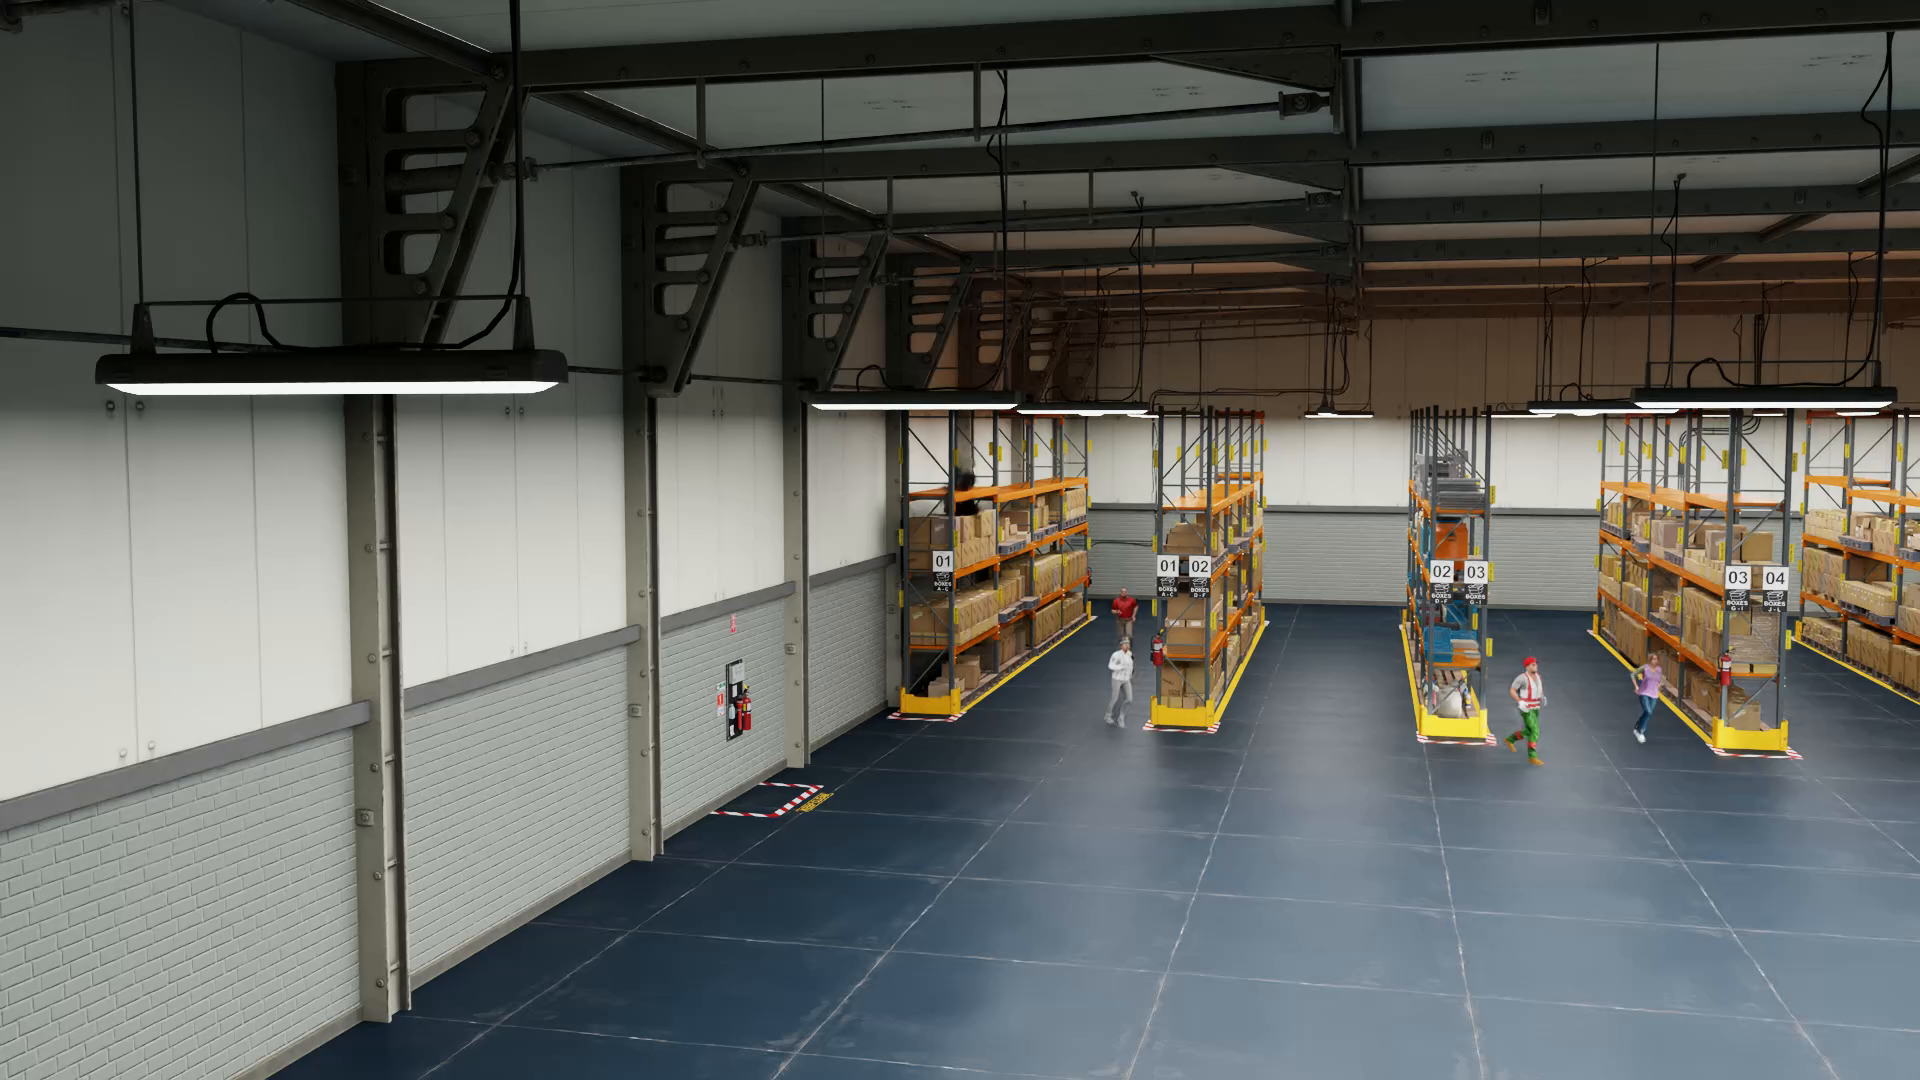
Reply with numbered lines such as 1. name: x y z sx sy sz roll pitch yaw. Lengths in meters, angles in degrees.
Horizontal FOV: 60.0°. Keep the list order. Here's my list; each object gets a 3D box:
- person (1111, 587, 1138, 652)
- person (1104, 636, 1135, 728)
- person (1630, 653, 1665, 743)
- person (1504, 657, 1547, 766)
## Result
1. person: 3.934 2.028 39.806 0.638 1.786 0.767 0 4 6
2. person: 3.046 2.661 31.139 0.612 1.740 0.703 -2 4 -22
3. person: 12.312 2.817 29.749 0.521 1.618 0.693 0 4 -3
4. person: 9.488 2.838 27.916 0.652 1.799 0.814 -3 5 -34
